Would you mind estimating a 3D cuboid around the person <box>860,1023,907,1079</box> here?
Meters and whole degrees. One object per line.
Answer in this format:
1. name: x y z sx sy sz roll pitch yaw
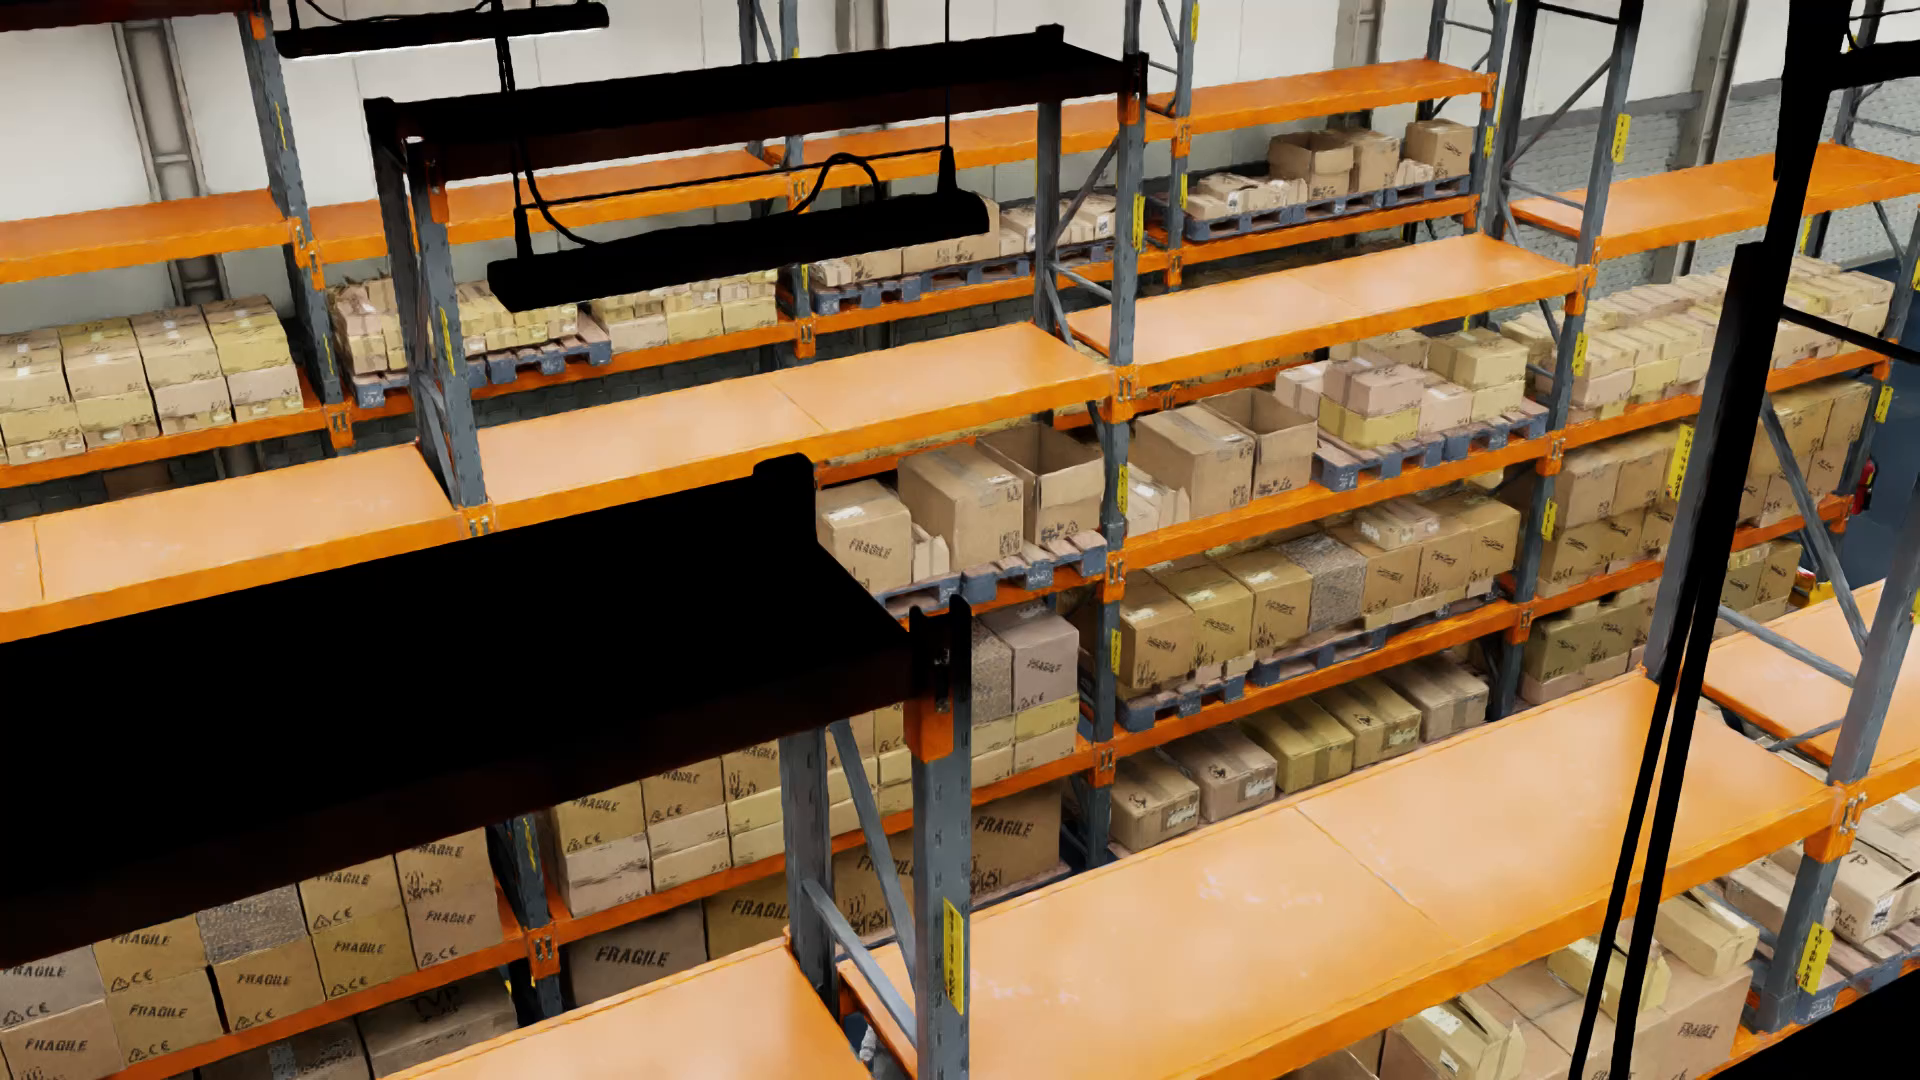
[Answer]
1. person: -0.334 3.079 9.463 0.535 1.588 0.532 -2 28 -4
